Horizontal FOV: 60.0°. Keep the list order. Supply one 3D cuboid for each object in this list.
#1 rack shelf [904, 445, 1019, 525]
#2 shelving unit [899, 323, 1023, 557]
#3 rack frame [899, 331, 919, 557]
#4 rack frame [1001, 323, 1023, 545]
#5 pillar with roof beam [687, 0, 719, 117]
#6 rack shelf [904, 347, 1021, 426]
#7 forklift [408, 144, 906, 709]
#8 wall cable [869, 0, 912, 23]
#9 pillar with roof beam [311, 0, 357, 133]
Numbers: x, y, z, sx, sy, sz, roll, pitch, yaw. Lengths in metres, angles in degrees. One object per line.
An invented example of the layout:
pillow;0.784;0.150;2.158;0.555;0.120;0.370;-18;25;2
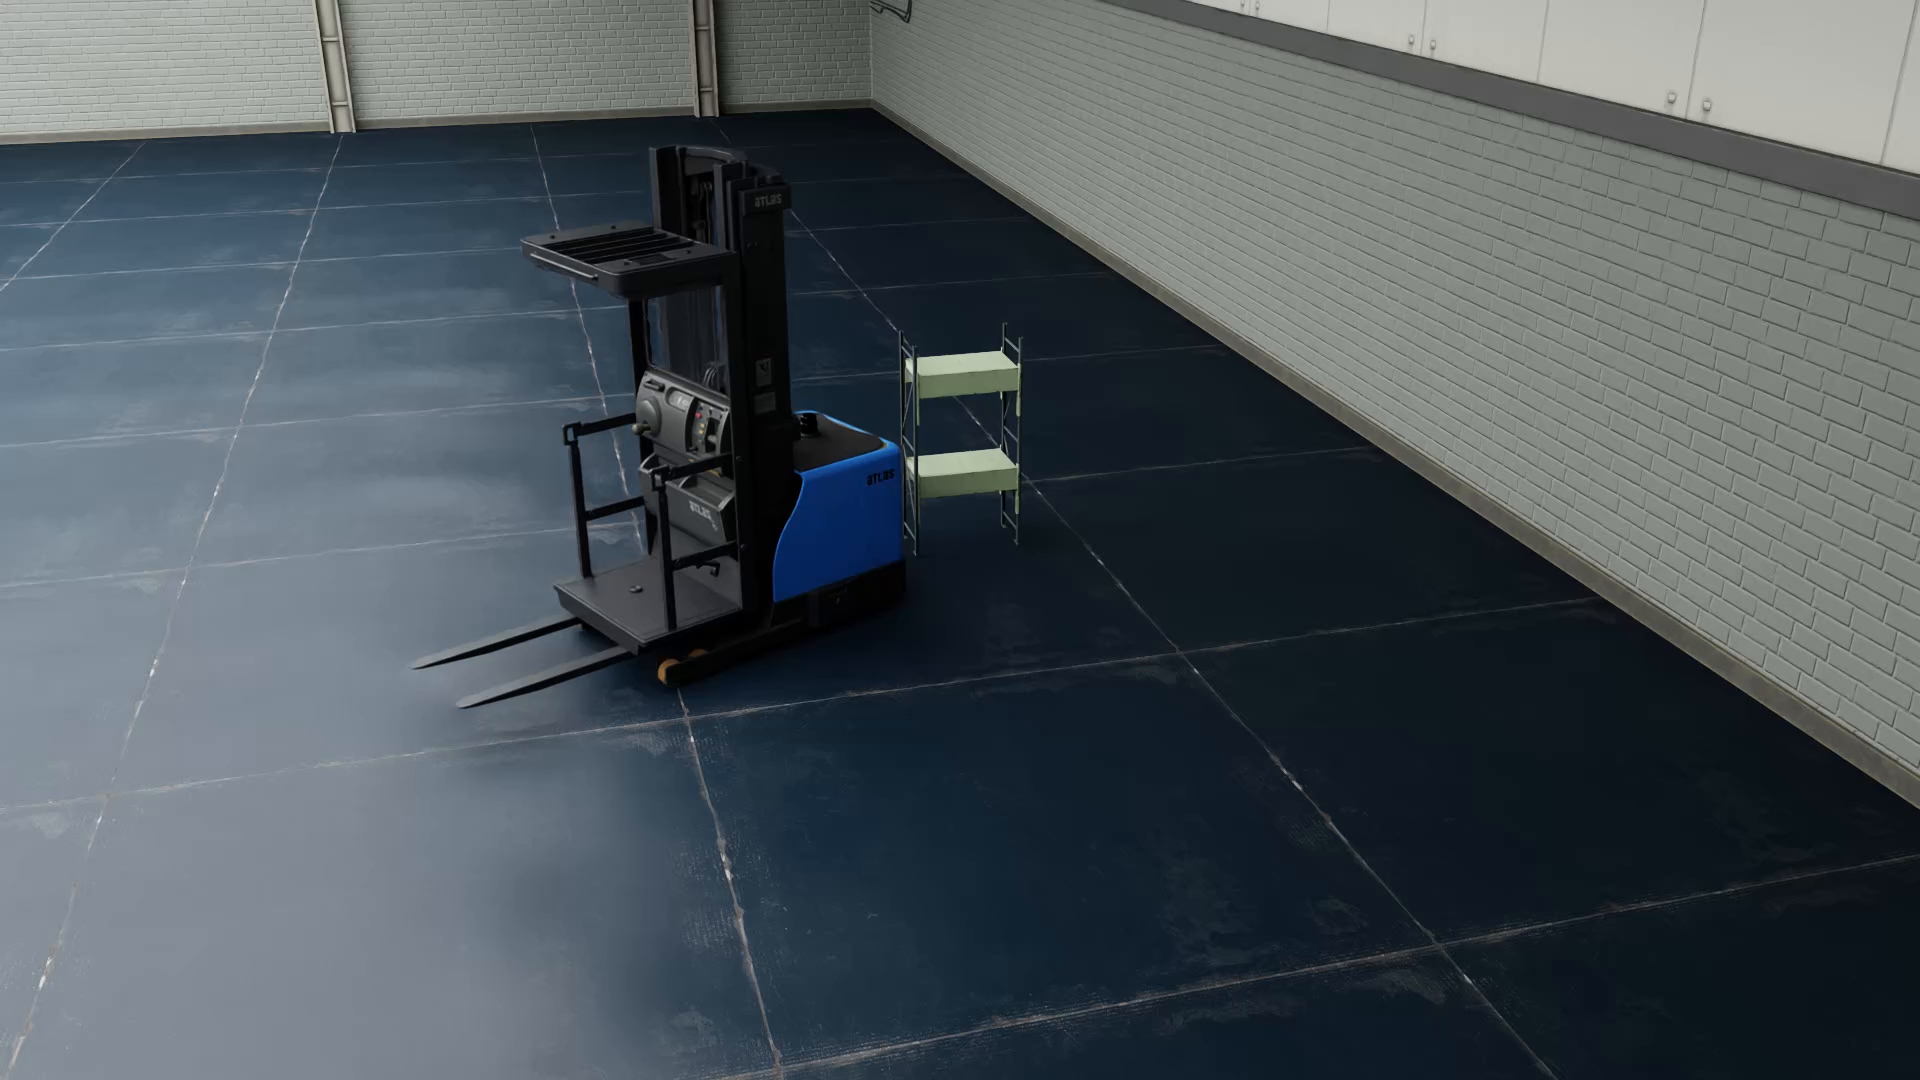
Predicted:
rack shelf;0.006;-0.390;11.584;0.720;0.370;0.431;-6;24;-14
shelving unit;0.006;-0.690;11.456;0.755;1.500;0.431;-6;24;-14
rack frame;-0.346;-0.651;11.365;0.023;1.500;0.400;-6;24;-14
rack frame;0.359;-0.729;11.547;0.023;1.500;0.400;-6;24;-14
pillar with roof beam;-3.254;-9.907;23.426;0.400;9.000;9.100;-6;24;-14
rack shelf;0.006;-1.049;11.302;0.720;0.370;0.431;-6;24;-14
forklift;-1.797;-0.716;9.703;3.031;2.935;1.130;-19;30;-37
wall cable;-1.223;-9.926;27.409;0.112;2.526;3.097;-6;24;-14
pillar with roof beam;-9.031;-9.268;21.937;0.400;9.000;9.100;-6;24;-14
